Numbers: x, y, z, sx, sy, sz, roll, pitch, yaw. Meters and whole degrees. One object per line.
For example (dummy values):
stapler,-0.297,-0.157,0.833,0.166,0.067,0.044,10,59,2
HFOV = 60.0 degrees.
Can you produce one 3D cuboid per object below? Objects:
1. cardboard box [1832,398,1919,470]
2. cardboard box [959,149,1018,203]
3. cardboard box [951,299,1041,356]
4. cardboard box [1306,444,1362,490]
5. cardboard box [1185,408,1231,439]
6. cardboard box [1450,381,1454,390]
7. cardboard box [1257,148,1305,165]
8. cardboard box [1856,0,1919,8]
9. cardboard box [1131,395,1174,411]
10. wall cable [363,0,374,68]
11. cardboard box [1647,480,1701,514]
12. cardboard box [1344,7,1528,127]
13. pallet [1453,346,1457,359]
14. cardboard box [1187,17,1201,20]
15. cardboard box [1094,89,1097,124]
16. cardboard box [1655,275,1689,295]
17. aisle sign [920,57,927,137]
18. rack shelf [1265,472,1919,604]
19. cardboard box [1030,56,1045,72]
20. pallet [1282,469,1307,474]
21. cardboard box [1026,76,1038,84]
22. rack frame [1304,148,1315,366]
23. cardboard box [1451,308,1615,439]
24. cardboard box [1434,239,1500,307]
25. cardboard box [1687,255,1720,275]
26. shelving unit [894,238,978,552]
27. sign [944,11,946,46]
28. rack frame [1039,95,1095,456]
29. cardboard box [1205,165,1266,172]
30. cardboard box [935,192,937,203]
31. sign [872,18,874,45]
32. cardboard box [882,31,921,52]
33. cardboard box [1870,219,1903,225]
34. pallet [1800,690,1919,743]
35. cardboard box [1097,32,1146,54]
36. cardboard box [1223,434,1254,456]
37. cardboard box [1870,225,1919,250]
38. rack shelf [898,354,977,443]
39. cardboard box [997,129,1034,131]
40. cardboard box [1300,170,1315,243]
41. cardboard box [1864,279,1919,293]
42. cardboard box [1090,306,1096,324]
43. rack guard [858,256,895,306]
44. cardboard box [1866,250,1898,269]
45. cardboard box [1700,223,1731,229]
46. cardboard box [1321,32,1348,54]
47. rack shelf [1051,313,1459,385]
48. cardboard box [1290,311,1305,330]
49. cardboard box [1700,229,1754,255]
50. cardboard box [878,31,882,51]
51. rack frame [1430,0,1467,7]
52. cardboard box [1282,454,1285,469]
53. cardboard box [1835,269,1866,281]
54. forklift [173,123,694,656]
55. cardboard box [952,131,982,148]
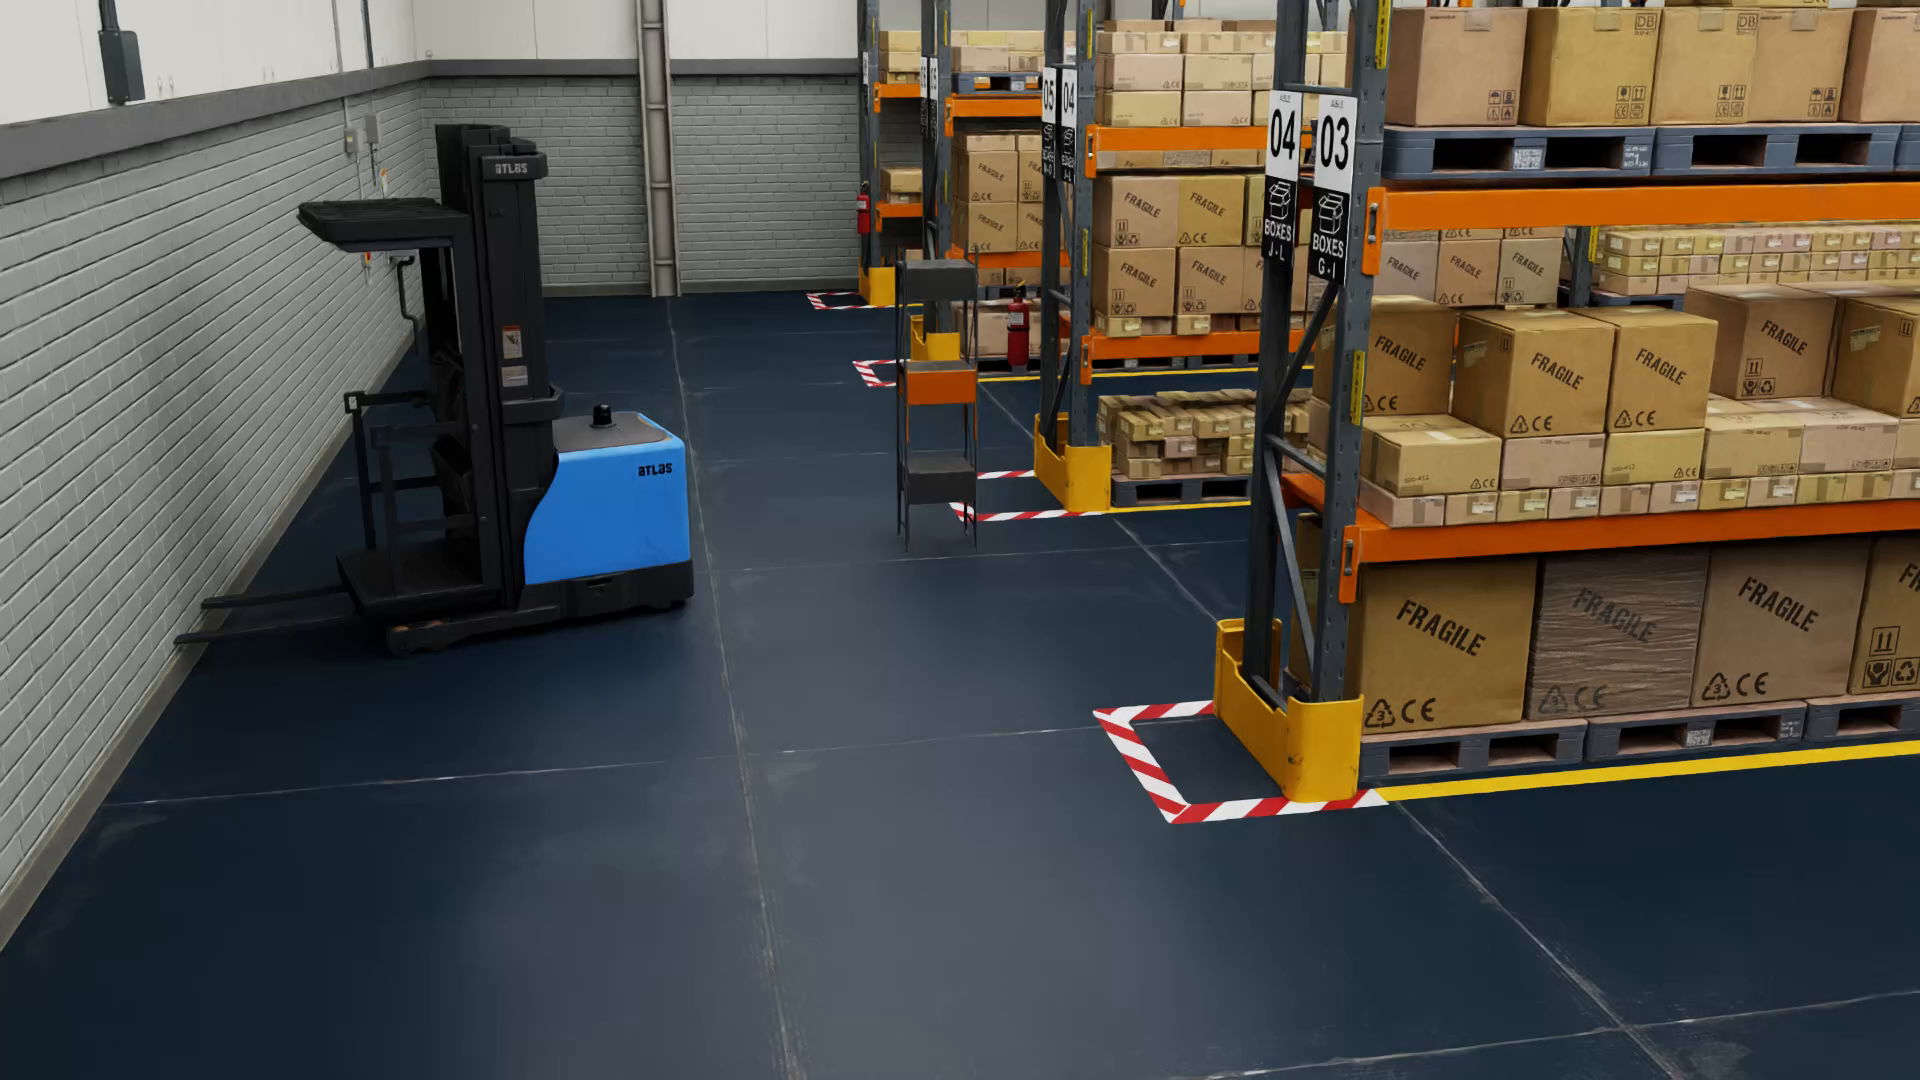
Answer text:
cardboard box,4.672,-0.539,8.208,0.500,0.250,0.500,-3,17,-9
cardboard box,0.281,-3.703,16.886,0.500,0.500,0.500,-4,17,-12
cardboard box,0.385,-2.274,17.756,0.875,0.438,0.875,-4,17,-12
cardboard box,1.923,-0.370,8.337,0.250,0.149,0.380,-3,17,-9
cardboard box,1.893,-0.892,12.734,0.250,0.149,0.380,-3,17,-11
cardboard box,4.062,-1.199,13.733,0.250,0.149,0.380,-2,17,-8
cardboard box,3.272,-3.875,17.447,0.500,0.500,0.500,-3,17,-11
cardboard box,4.639,-2.637,7.846,0.500,0.250,0.500,-4,18,-14
cardboard box,1.524,-1.034,13.195,0.250,0.149,0.380,-3,17,-9
wall cable,-6.407,-6.742,18.373,0.133,3.039,2.988,-3,17,-10
cardboard box,3.309,-0.253,7.954,0.250,0.149,0.380,-3,17,-11
cardboard box,2.136,-2.150,7.540,0.500,0.500,0.700,-4,18,-14
pallet,5.627,-2.256,18.798,1.213,0.211,1.003,-3,17,-10
cardboard box,3.100,-6.705,21.754,0.258,0.266,0.396,-3,17,-11
cardboard box,1.191,-3.275,12.513,0.500,0.250,0.500,-4,17,-12
cardboard box,5.467,-2.021,12.996,0.250,0.149,0.380,-3,17,-10
aisle sign,-0.373,-4.561,17.124,0.004,0.787,0.394,-3,17,-10
rack shelf,3.600,-0.143,8.395,4.000,0.370,1.077,-3,17,-10
cardboard box,0.868,-4.789,16.729,0.250,0.149,0.380,-3,17,-8
pallet,2.869,-0.585,13.355,1.213,0.211,1.003,-3,17,-10
cardboard box,0.935,-6.001,21.558,0.250,0.149,0.380,-3,17,-9
rack frame,3.683,-3.455,17.953,0.127,3.000,1.000,-3,17,-10
cardboard box,2.649,-0.782,7.719,0.500,0.500,0.500,-4,17,-12
cardboard box,3.790,-2.087,12.821,0.500,0.500,0.500,-4,17,-12
cardboard box,5.703,-2.176,12.993,0.250,0.149,0.380,-3,17,-9
shelving unit,-0.163,-0.995,11.473,0.503,2.100,0.431,-3,17,-10
sign,-0.145,-4.962,16.125,0.005,0.325,0.100,-3,17,-10
rack frame,0.794,-1.811,12.600,0.127,3.000,1.000,-3,17,-10
cardboard box,2.203,-2.636,12.906,0.500,0.500,0.500,-2,17,-8
cardboard box,-0.322,-4.535,21.895,0.250,0.149,0.380,-3,17,-11
sign,-1.086,-6.359,20.808,0.005,0.325,0.100,-3,17,-10
cardboard box,-0.706,-6.359,21.195,0.500,0.250,0.500,-3,17,-11
cardboard box,7.653,-2.624,13.945,0.250,0.149,0.380,-3,17,-11
pallet,4.802,0.754,8.997,1.213,0.211,1.003,-3,17,-10
cardboard box,1.156,-3.555,11.895,0.250,0.149,0.380,-3,17,-11
cardboard box,2.133,-0.768,12.836,0.250,0.149,0.380,-3,17,-9
cardboard box,7.489,-2.419,13.277,0.250,0.149,0.380,-3,17,-9
rack shelf,-0.163,-0.981,11.478,0.480,0.518,0.431,-3,17,-10
cardboard box,0.780,-5.124,21.856,0.500,0.500,0.500,-3,17,-9
cardboard box,2.794,-2.510,12.494,0.500,0.500,0.500,-4,17,-12
cardboard box,5.045,-1.075,8.673,0.500,0.500,0.500,-3,17,-10
cardboard box,1.061,-1.791,12.961,0.250,0.149,0.380,-3,17,-10
rack guard,-1.115,-3.473,22.267,0.348,0.500,1.175,-3,17,-10
cardboard box,7.240,-2.263,13.277,0.250,0.149,0.380,-3,17,-11
cardboard box,6.096,-2.534,13.653,0.250,0.149,0.380,-4,17,-12
cardboard box,2.686,-3.633,12.149,0.250,0.149,0.380,-3,17,-9
rack shelf,2.758,-1.579,13.068,4.000,0.370,1.077,-3,17,-10
cardboard box,2.438,-1.708,12.692,0.250,0.149,0.380,-4,17,-12
cardboard box,5.966,-2.333,12.996,0.250,0.149,0.380,-3,17,-11
cardboard box,-0.806,-6.512,21.693,0.500,0.250,0.500,-4,17,-12
rack frame,6.665,-7.977,22.456,0.127,3.000,1.000,-3,17,-10
cardboard box,2.357,-0.664,13.007,0.250,0.149,0.380,-3,17,-10
cardboard box,6.991,-2.108,13.278,0.250,0.149,0.380,-3,17,-9
forklift,-3.219,-0.908,9.777,3.031,2.935,1.130,-9,19,-26
cardboard box,0.070,-4.146,17.224,0.250,0.149,0.380,-3,17,-10
